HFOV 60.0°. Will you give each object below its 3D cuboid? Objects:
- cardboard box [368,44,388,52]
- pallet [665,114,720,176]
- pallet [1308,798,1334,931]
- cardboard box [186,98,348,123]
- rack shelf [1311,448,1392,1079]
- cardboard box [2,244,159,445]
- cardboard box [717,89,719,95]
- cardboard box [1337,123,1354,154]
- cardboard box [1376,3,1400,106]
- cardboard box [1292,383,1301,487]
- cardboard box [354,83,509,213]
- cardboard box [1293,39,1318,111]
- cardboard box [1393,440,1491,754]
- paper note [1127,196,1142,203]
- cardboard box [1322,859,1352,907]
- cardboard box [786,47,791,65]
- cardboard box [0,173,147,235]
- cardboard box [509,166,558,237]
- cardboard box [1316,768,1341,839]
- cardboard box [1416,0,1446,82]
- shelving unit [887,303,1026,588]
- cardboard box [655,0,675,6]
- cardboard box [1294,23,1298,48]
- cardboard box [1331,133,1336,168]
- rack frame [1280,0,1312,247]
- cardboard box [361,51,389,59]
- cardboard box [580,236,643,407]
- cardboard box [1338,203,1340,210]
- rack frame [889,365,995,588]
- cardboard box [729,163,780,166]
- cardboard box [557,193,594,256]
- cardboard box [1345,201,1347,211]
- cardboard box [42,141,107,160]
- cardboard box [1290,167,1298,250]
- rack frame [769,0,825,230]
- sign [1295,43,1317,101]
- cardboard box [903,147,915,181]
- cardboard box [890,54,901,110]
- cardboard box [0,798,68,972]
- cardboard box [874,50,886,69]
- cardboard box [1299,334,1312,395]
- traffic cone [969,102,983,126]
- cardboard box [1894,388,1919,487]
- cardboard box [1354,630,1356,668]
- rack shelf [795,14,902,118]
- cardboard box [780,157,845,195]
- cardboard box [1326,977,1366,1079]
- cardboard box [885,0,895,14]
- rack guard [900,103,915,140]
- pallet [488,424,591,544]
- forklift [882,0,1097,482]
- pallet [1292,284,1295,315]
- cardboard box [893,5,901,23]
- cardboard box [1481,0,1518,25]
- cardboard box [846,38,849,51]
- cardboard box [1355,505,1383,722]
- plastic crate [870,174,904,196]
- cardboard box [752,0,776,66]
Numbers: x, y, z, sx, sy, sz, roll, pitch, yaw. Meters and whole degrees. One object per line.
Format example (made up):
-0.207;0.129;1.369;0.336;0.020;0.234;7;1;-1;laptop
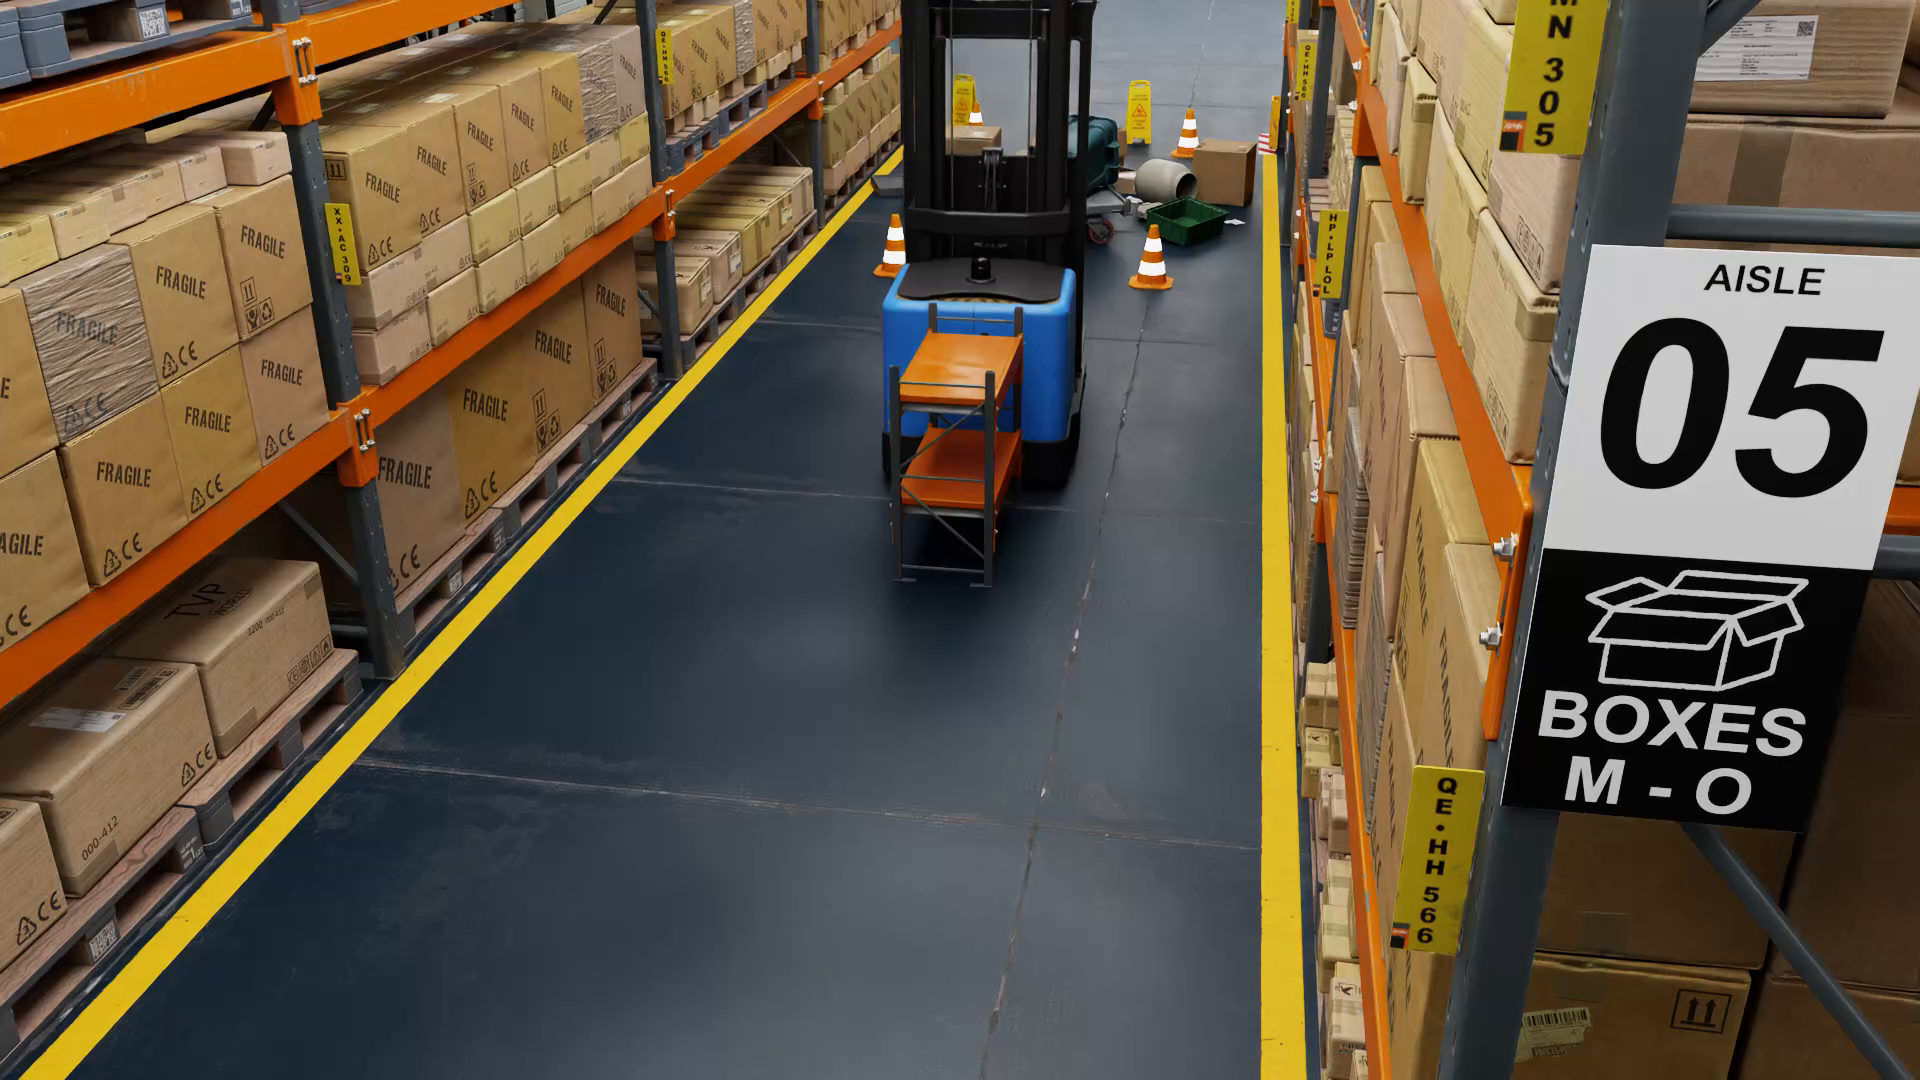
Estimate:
-6.279;-5.145;17.772;0.500;0.250;0.500;4;25;9;cardboard box
-2.334;-2.675;11.152;1.213;0.211;1.003;4;25;9;pallet
1.826;1.064;6.229;1.003;0.211;1.213;4;25;9;pallet
-3.096;-1.703;7.552;0.500;0.500;0.500;5;25;10;cardboard box
1.574;0.680;4.608;1.077;0.370;4.000;4;25;9;rack shelf
-2.968;-0.640;5.281;0.500;0.500;0.500;4;25;9;cardboard box
-1.911;-3.103;11.641;0.380;0.149;0.250;6;26;12;cardboard box
2.202;-2.107;8.812;0.380;0.149;0.250;4;25;8;cardboard box
1.492;-1.388;4.815;0.500;0.250;0.500;4;25;8;cardboard box
2.030;-0.510;8.754;0.500;0.500;0.500;3;25;7;cardboard box
-2.503;-1.870;7.909;0.500;0.500;0.500;3;25;7;cardboard box
2.775;-3.461;12.488;0.500;0.500;0.500;4;25;9;cardboard box
1.160;0.137;3.271;0.500;0.500;0.500;3;25;7;cardboard box
1.625;-3.175;15.506;0.172;0.023;0.155;13;28;26;paper note
1.350;1.157;5.257;0.380;0.149;0.250;4;25;8;cardboard box
-1.564;-3.862;13.264;0.380;0.149;0.250;3;25;7;cardboard box
-2.959;-1.111;5.522;0.380;0.149;0.250;4;25;8;cardboard box
-2.402;-1.747;8.531;0.500;0.250;0.500;3;25;7;cardboard box
1.492;0.967;6.013;0.380;0.149;0.250;4;25;8;cardboard box
1.334;-1.175;3.771;0.500;0.250;0.500;3;25;6;cardboard box
-0.001;-0.507;8.505;0.538;1.125;1.048;4;25;9;shelving unit
-2.300;-3.692;12.136;0.500;0.500;0.500;3;25;6;cardboard box
3.517;-4.729;15.139;0.875;0.550;0.500;4;25;9;cardboard box
2.278;-2.178;9.316;0.380;0.149;0.250;5;26;11;cardboard box
3.209;-3.828;13.391;1.000;3.000;0.127;4;25;9;rack frame
-5.853;-4.902;17.254;0.500;0.250;0.500;4;25;9;cardboard box
-2.540;-1.401;10.216;0.875;0.875;0.875;4;25;8;cardboard box
2.111;-1.609;8.451;0.380;0.149;0.250;5;26;10;cardboard box
-0.084;-0.294;8.051;0.500;1.125;0.032;4;25;9;rack frame
-1.860;-3.340;15.095;0.500;0.250;0.500;5;26;11;cardboard box
-2.338;-1.735;9.094;0.500;0.250;0.500;4;25;8;cardboard box
2.029;-1.527;7.923;0.380;0.149;0.250;5;26;10;cardboard box
-3.332;-1.353;6.039;0.380;0.149;0.250;4;25;9;cardboard box
3.196;-2.734;13.211;1.050;0.750;0.750;4;25;8;cardboard box
-1.691;-4.129;14.033;1.000;3.000;0.127;4;25;9;rack frame
2.007;-2.717;9.651;0.100;0.325;0.005;4;25;9;sign
-0.174;-3.352;15.319;0.500;0.500;0.500;-20;32;-36;cardboard box
-0.911;-4.733;17.188;0.500;0.500;0.500;4;25;9;cardboard box
-3.502;1.194;5.189;0.875;0.438;0.875;5;25;10;cardboard box
-0.949;-4.764;16.488;0.380;0.149;0.250;4;25;9;cardboard box
2.027;-0.863;8.625;0.500;0.250;0.500;4;25;9;cardboard box
0.165;-4.384;17.570;0.336;0.463;0.334;4;25;9;traffic cone
1.573;-0.270;2.428;0.500;0.250;0.500;5;26;10;cardboard box
1.365;0.281;4.907;0.380;0.149;0.250;5;26;11;cardboard box
-1.365;-4.640;15.973;1.077;0.370;4.000;4;25;9;rack shelf
-1.329;-3.302;15.014;0.500;0.250;0.500;3;25;6;cardboard box
1.193;1.345;4.505;0.380;0.149;0.250;5;26;10;cardboard box
-0.941;-5.527;16.551;0.500;0.500;0.500;4;25;9;cardboard box
-1.050;-4.638;18.069;1.175;0.500;0.348;4;25;9;rack guard
-2.750;-0.360;9.270;1.003;0.211;1.213;4;25;9;pallet
0.238;-2.242;10.083;1.130;2.935;3.031;3;25;6;forklift
2.960;-1.726;12.188;1.003;0.211;1.213;4;25;9;pallet
-0.820;-5.403;17.052;0.380;0.149;0.250;4;25;8;cardboard box
1.126;-0.988;2.902;0.380;0.149;0.250;4;25;9;cardboard box
-1.233;-4.562;15.254;0.380;0.149;0.250;4;25;8;cardboard box
1.321;0.169;4.382;0.500;0.500;0.500;5;26;11;cardboard box
-0.626;-3.407;15.934;0.402;0.080;0.583;-5;25;-10;plastic crate
-1.711;-3.867;12.510;0.500;0.500;0.500;5;26;10;cardboard box
